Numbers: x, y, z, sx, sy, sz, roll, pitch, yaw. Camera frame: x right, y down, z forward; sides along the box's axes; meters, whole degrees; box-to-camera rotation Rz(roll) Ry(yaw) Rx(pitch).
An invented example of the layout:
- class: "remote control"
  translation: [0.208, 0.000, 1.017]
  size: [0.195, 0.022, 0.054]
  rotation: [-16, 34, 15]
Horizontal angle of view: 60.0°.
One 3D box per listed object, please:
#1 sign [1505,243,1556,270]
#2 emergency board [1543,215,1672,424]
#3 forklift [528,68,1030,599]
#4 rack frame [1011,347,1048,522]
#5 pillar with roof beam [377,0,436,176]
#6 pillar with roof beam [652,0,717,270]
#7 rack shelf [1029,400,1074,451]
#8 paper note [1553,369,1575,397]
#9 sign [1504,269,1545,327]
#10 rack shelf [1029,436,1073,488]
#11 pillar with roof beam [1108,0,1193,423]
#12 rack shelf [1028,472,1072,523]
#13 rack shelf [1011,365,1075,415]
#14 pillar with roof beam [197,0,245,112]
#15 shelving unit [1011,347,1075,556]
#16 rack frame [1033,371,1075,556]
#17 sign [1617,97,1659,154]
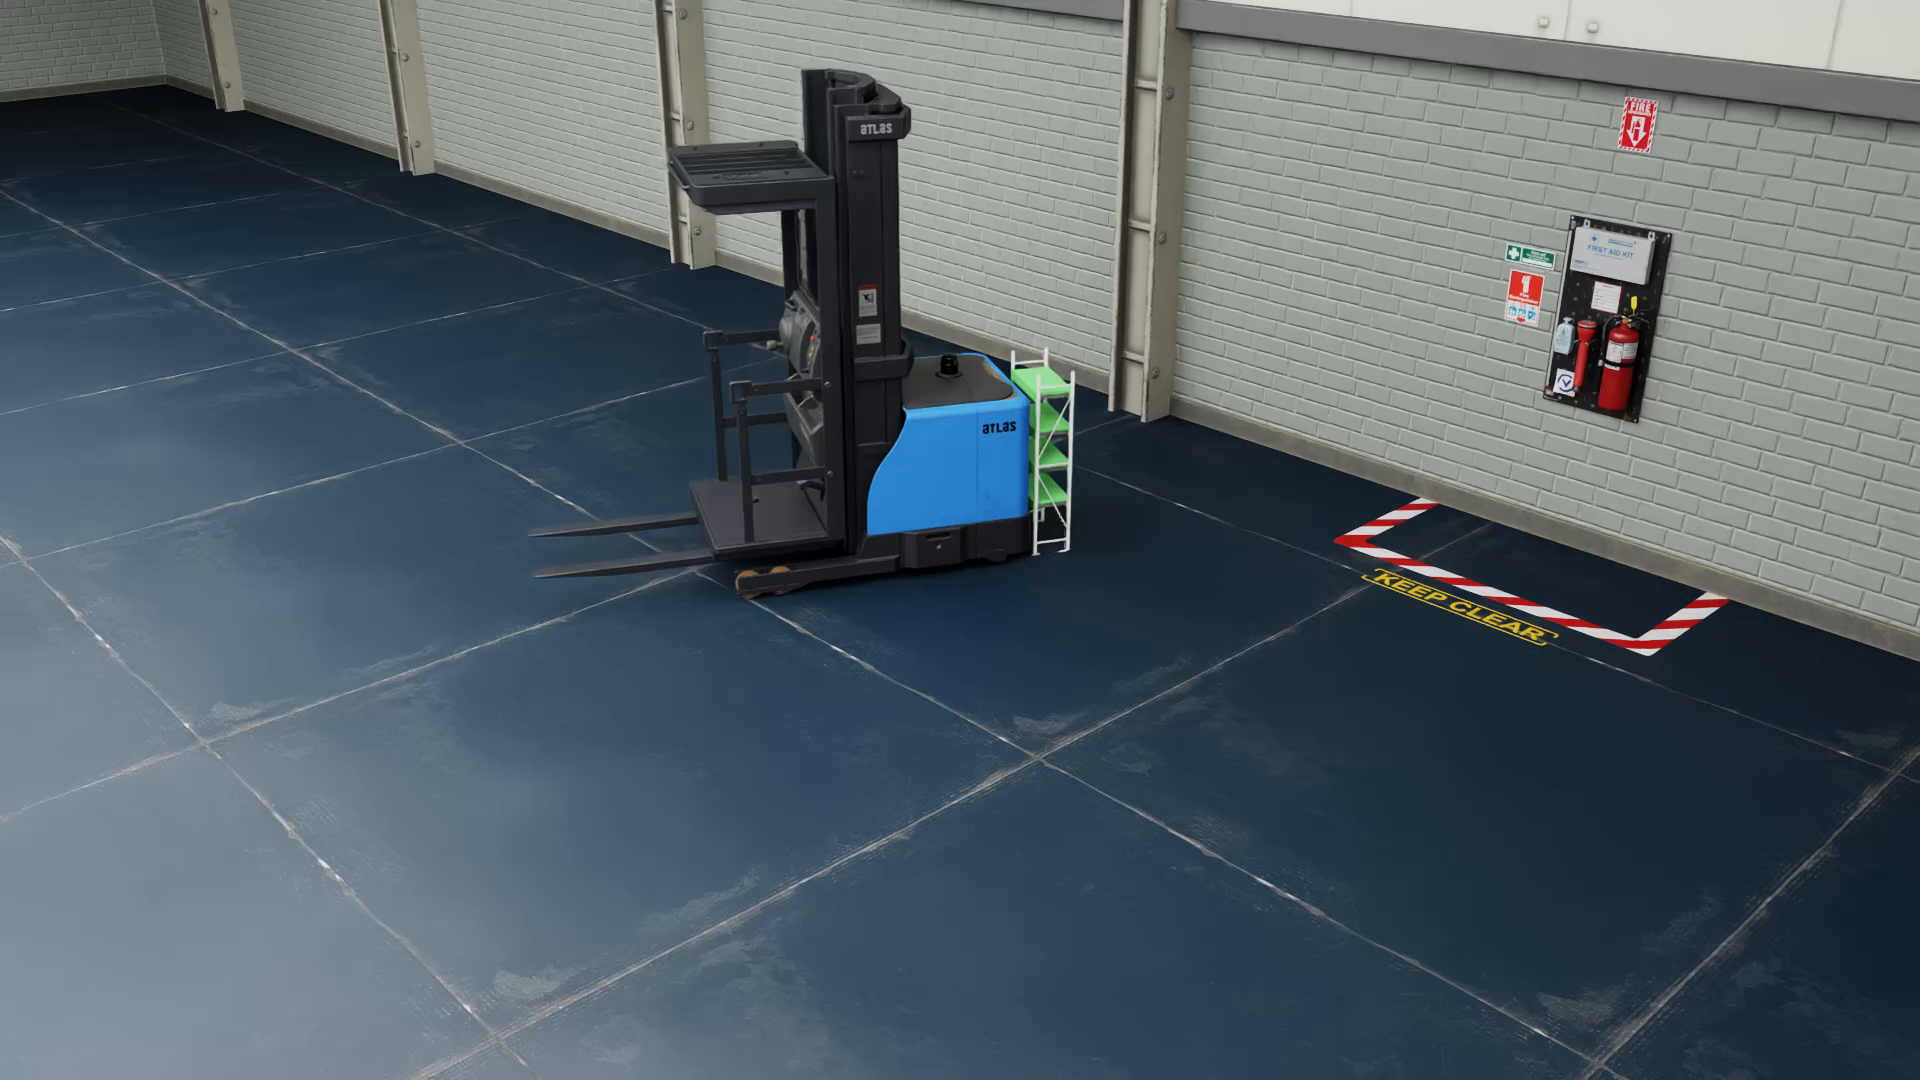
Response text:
- class: "sign"
  translation: [3.532, -1.756, 10.303]
  size: [0.001, 0.109, 0.331]
  rotation: [-21, 32, -38]
- class: "emergency board"
  translation: [3.838, -1.306, 9.998]
  size: [0.194, 1.169, 0.643]
  rotation: [-21, 32, -38]
- class: "forklift"
  translation: [-1.137, -1.227, 9.908]
  size: [3.031, 2.935, 1.130]
  rotation: [-7, 25, -15]
- class: "rack frame"
  translation: [0.441, -0.658, 10.747]
  size: [0.240, 1.200, 0.015]
  rotation: [-7, 25, -15]
- class: "pillar with roof beam"
  translation: [-9.946, -7.508, 16.365]
  size: [9.100, 9.000, 0.400]
  rotation: [-21, 32, -38]
- class: "pillar with roof beam"
  translation: [-5.845, -5.690, 12.380]
  size: [9.100, 9.000, 0.400]
  rotation: [-21, 32, -38]
- class: "rack shelf"
  translation: [0.511, -0.722, 10.462]
  size: [0.258, 0.148, 0.480]
  rotation: [-7, 25, -15]
- class: "paper note"
  translation: [3.768, -0.978, 10.341]
  size: [0.016, 0.148, 0.142]
  rotation: [-21, 32, -38]
- class: "sign"
  translation: [3.536, -1.519, 10.422]
  size: [0.001, 0.329, 0.234]
  rotation: [-21, 32, -38]
- class: "rack shelf"
  translation: [0.511, -0.503, 10.561]
  size: [0.258, 0.148, 0.480]
  rotation: [-7, 25, -15]
- class: "pillar with roof beam"
  translation: [-1.744, -3.872, 8.396]
  size: [9.100, 9.000, 0.400]
  rotation: [-21, 32, -38]
- class: "rack shelf"
  translation: [0.511, -0.285, 10.661]
  size: [0.258, 0.148, 0.480]
  rotation: [-7, 25, -15]
- class: "rack shelf"
  translation: [0.511, -0.940, 10.362]
  size: [0.258, 0.148, 0.480]
  rotation: [-7, 25, -15]
- class: "pillar with roof beam"
  translation: [-14.047, -9.326, 20.350]
  size: [9.100, 9.000, 0.400]
  rotation: [-21, 32, -38]
- class: "shelving unit"
  translation: [0.511, -0.561, 10.535]
  size: [0.258, 1.200, 0.503]
  rotation: [-7, 25, -15]
- class: "rack frame"
  translation: [0.581, -0.464, 10.322]
  size: [0.240, 1.200, 0.015]
  rotation: [-7, 25, -15]
- class: "sign"
  translation: [3.905, -2.391, 9.584]
  size: [0.001, 0.298, 0.199]
  rotation: [-21, 32, -38]
